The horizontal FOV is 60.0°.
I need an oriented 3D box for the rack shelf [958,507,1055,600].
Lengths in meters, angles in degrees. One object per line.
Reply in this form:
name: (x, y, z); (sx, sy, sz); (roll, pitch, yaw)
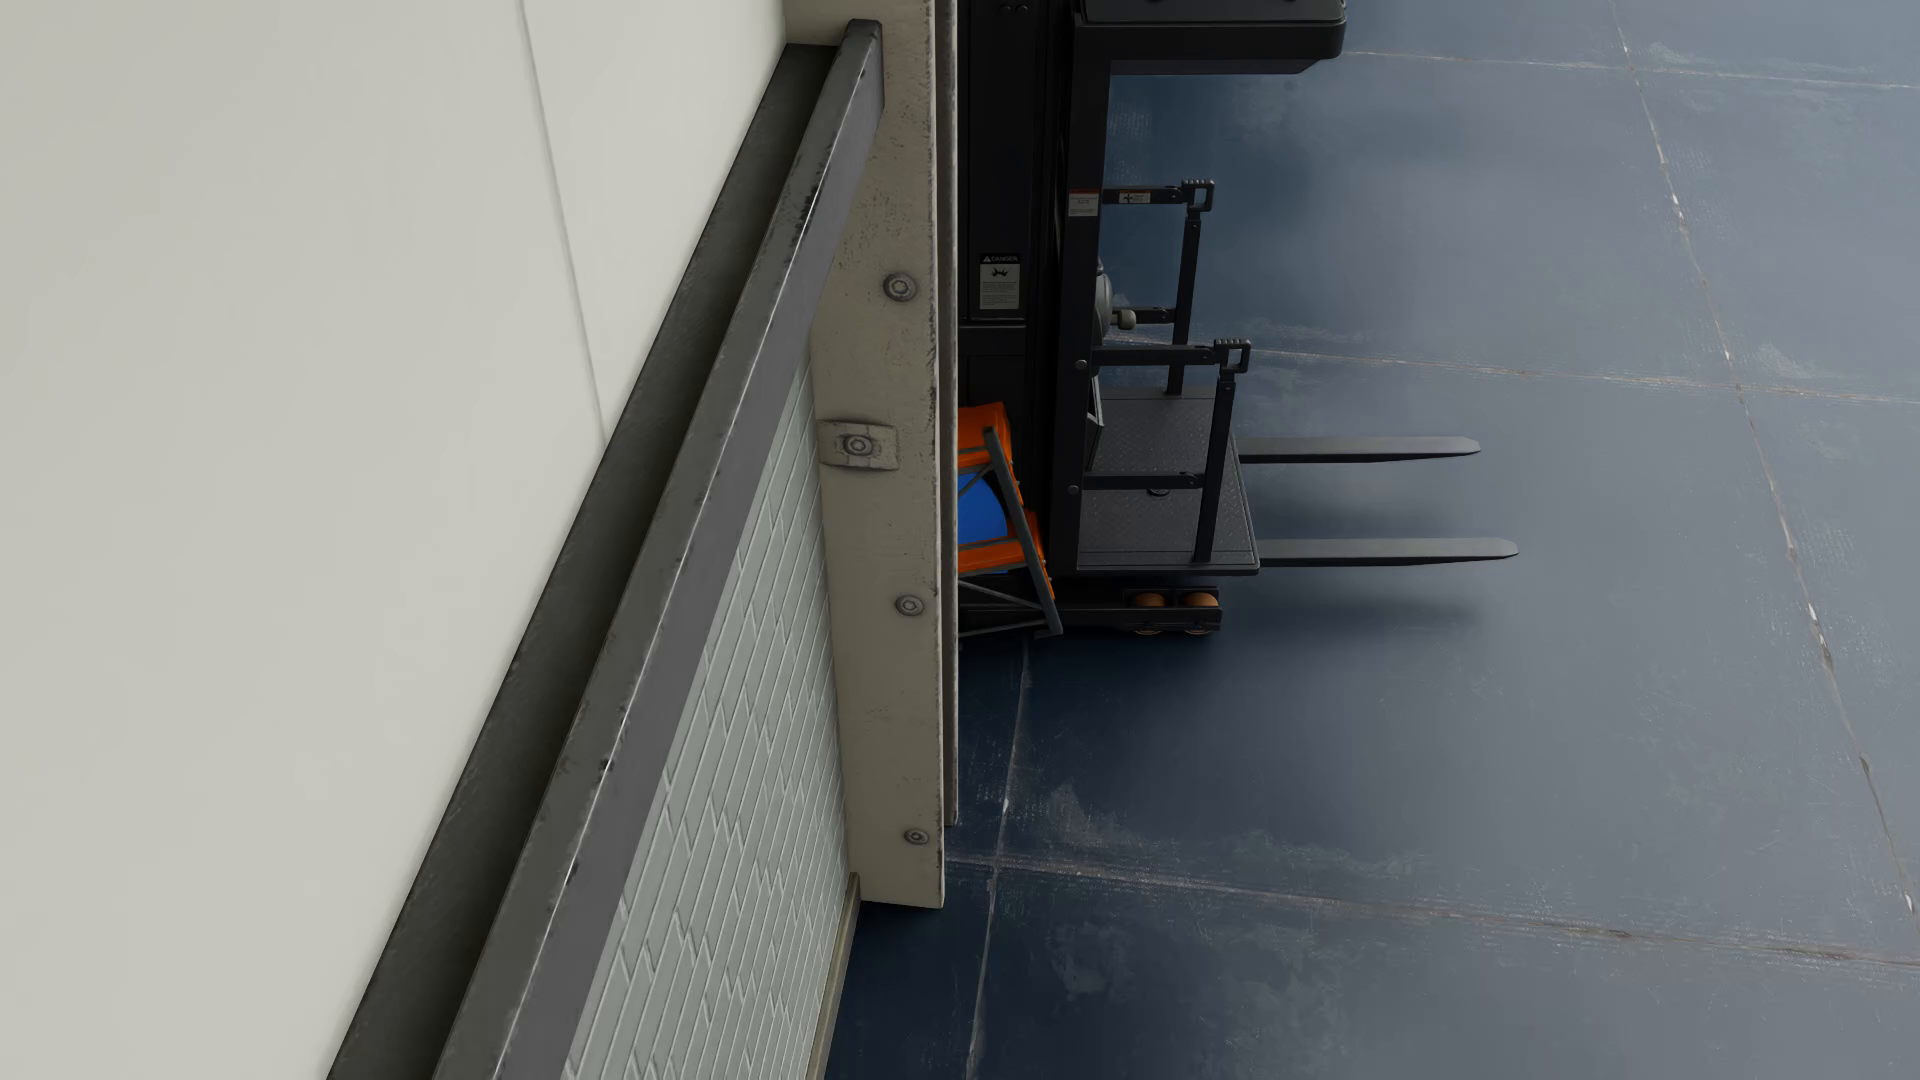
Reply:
rack shelf: (0.058, -0.202, 6.390); (0.538, 0.278, 1.000); (-10, 49, 10)

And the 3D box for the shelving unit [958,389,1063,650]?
shelving unit: (-0.002, -0.355, 6.209); (0.538, 1.125, 1.048); (-10, 49, 10)

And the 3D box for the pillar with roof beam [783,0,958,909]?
pillar with roof beam: (4.082, -1.812, 2.119); (9.100, 9.000, 0.400); (5, 44, 6)

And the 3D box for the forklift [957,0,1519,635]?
forklift: (0.625, -1.069, 5.747); (3.031, 2.935, 1.130); (0, 43, 0)

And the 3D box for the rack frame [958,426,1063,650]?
rack frame: (0.008, 0.032, 5.879); (0.500, 1.125, 0.032); (-10, 49, 10)

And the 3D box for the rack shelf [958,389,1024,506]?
rack shelf: (-0.073, -0.538, 5.992); (0.538, 0.278, 1.000); (-10, 49, 10)
